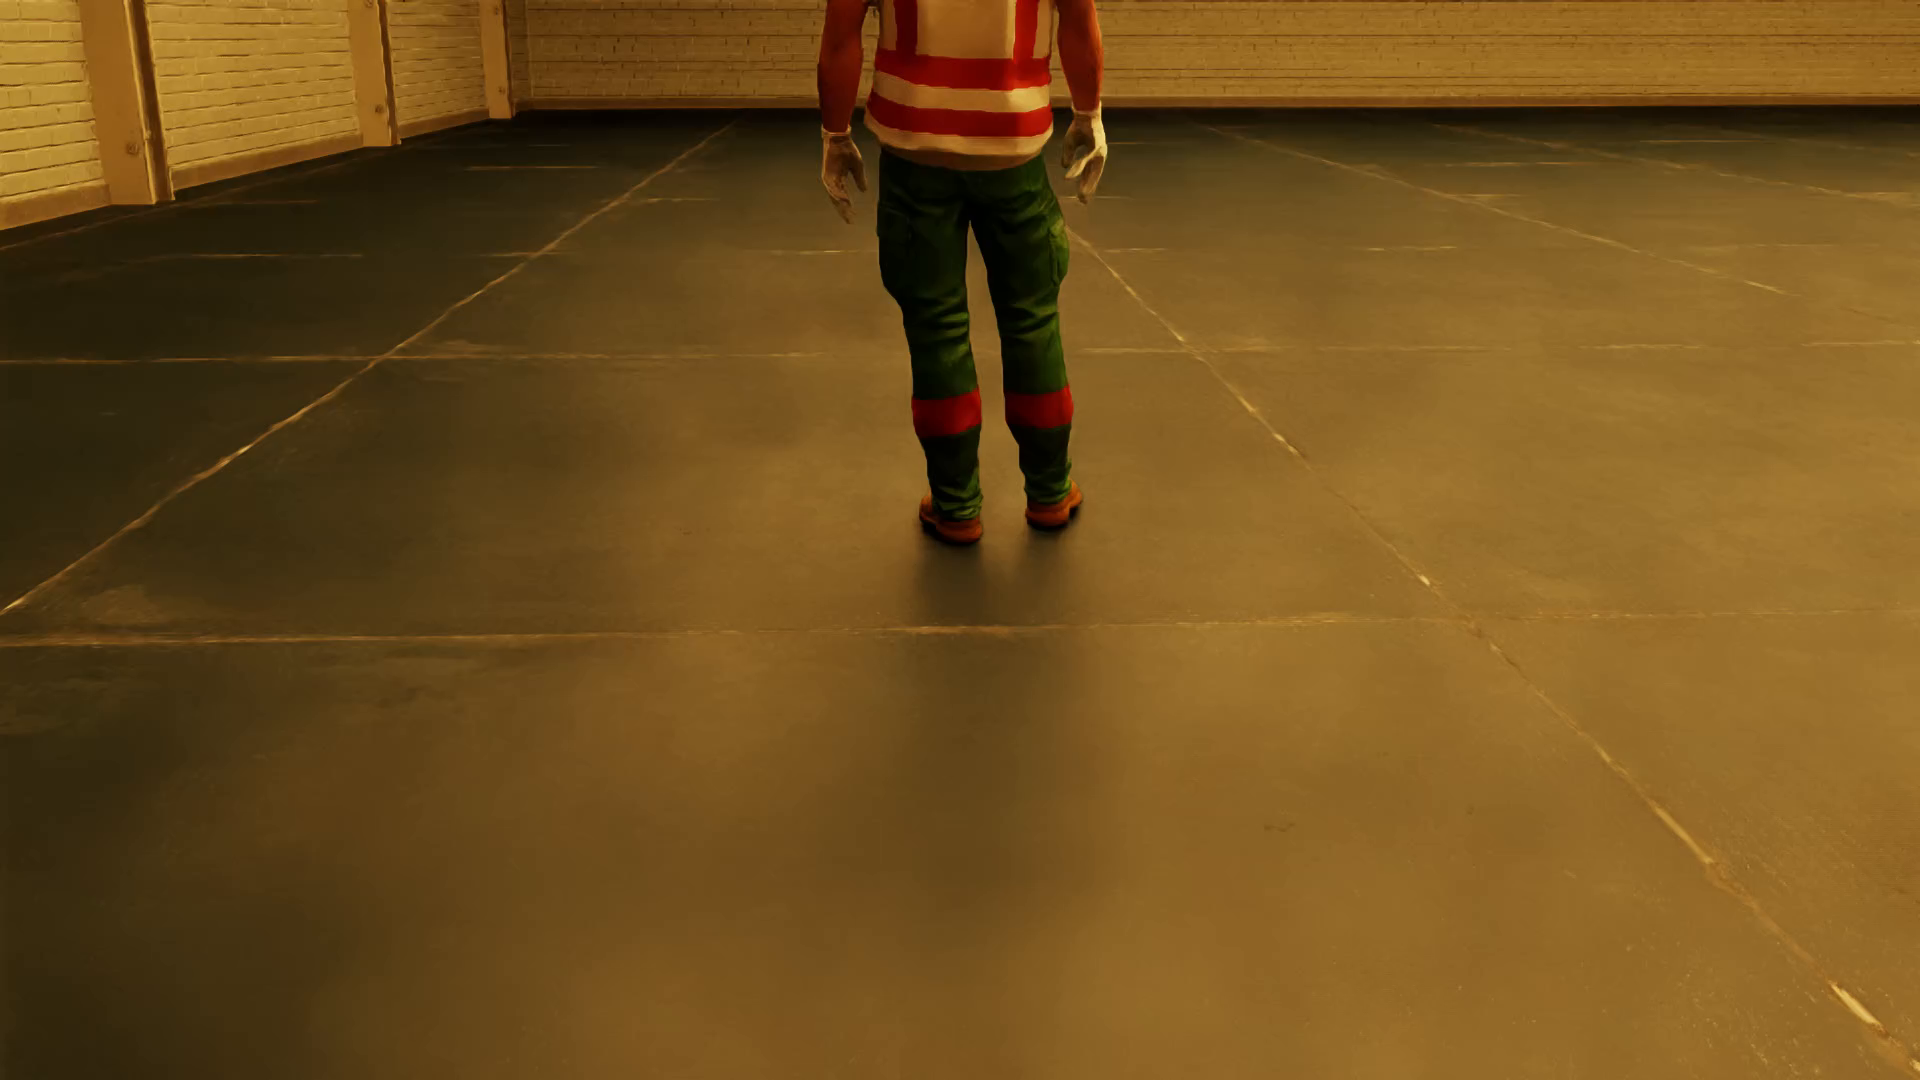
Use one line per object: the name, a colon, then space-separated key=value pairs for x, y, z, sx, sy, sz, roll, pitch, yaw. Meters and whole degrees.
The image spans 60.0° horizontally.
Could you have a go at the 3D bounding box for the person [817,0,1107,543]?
person: x=0.007 y=-0.884 z=3.732 sx=0.637 sy=1.783 sz=0.563 roll=-1 pitch=17 yaw=-3
